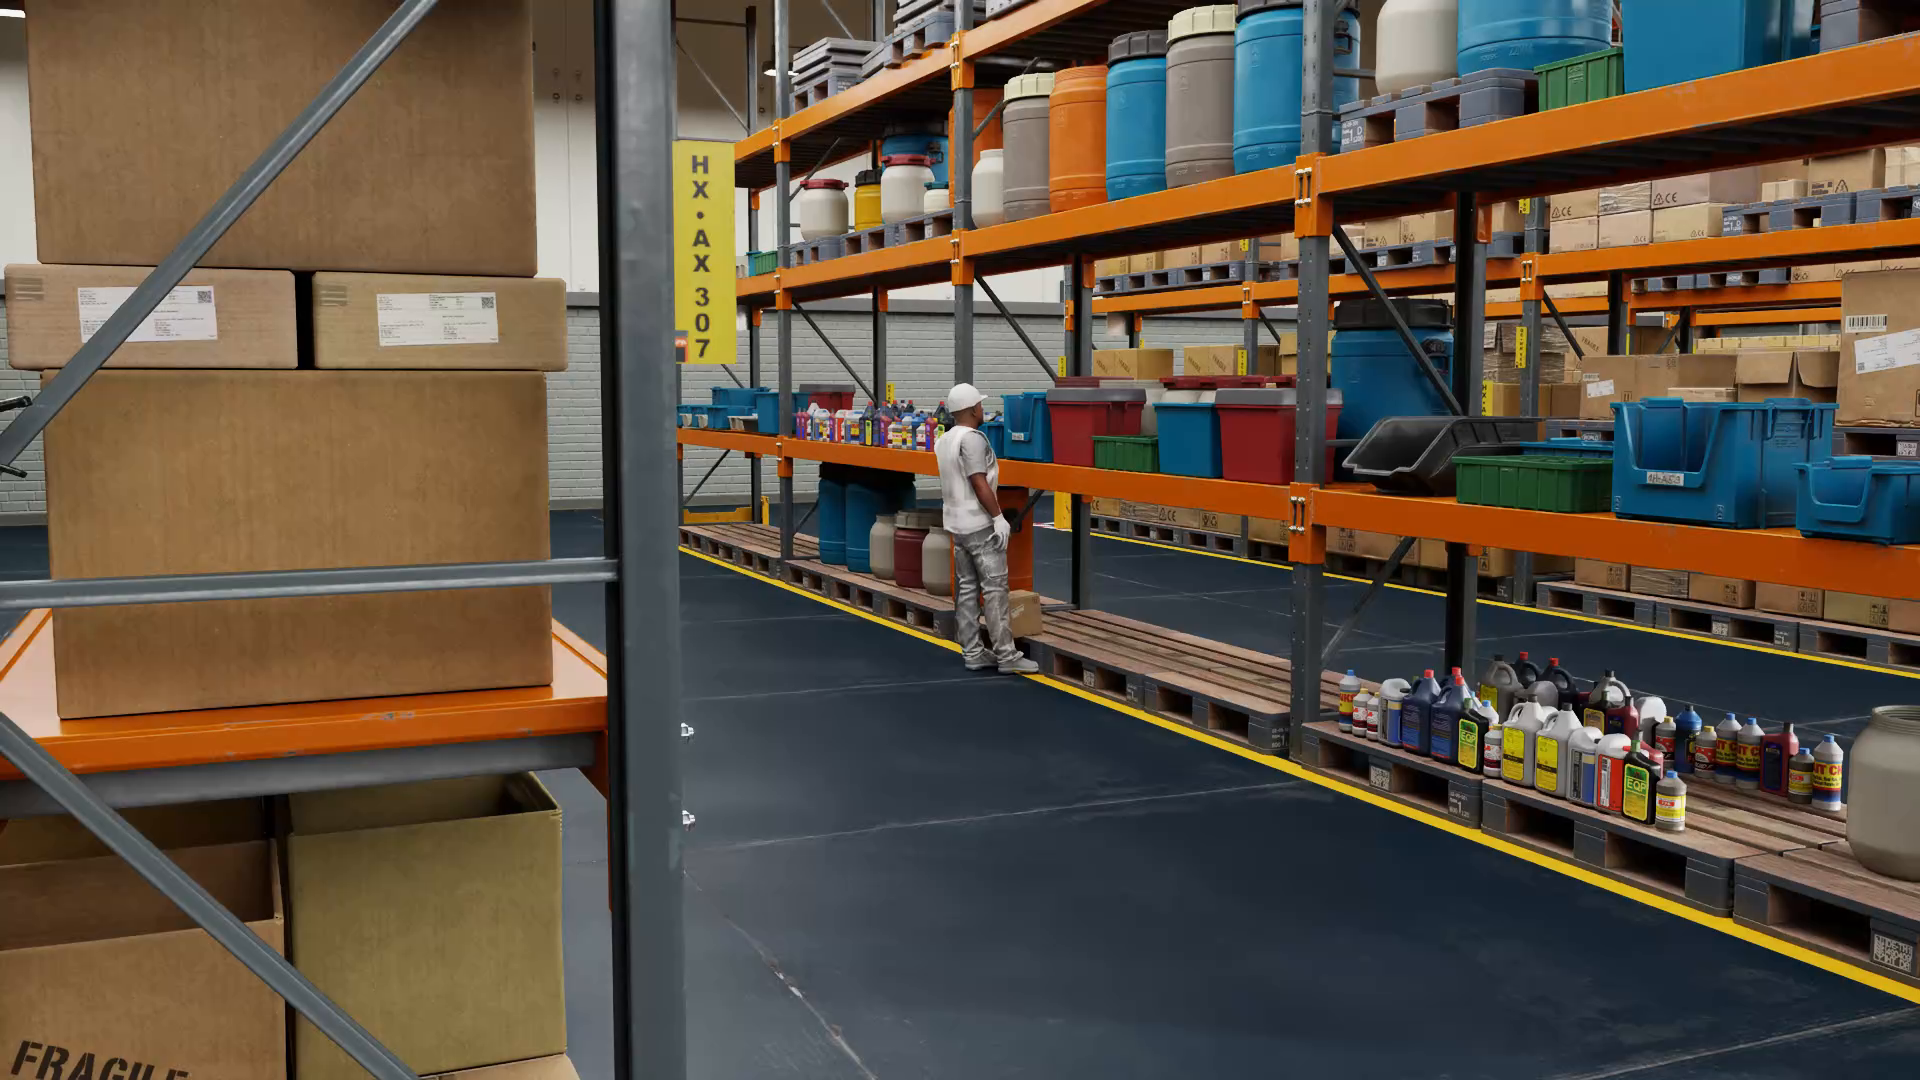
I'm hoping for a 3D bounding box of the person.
[{"bbox_3d":[0.165,-0.082,10.380,0.575,1.786,0.656,-2,6,-24],"label":"person"}]
